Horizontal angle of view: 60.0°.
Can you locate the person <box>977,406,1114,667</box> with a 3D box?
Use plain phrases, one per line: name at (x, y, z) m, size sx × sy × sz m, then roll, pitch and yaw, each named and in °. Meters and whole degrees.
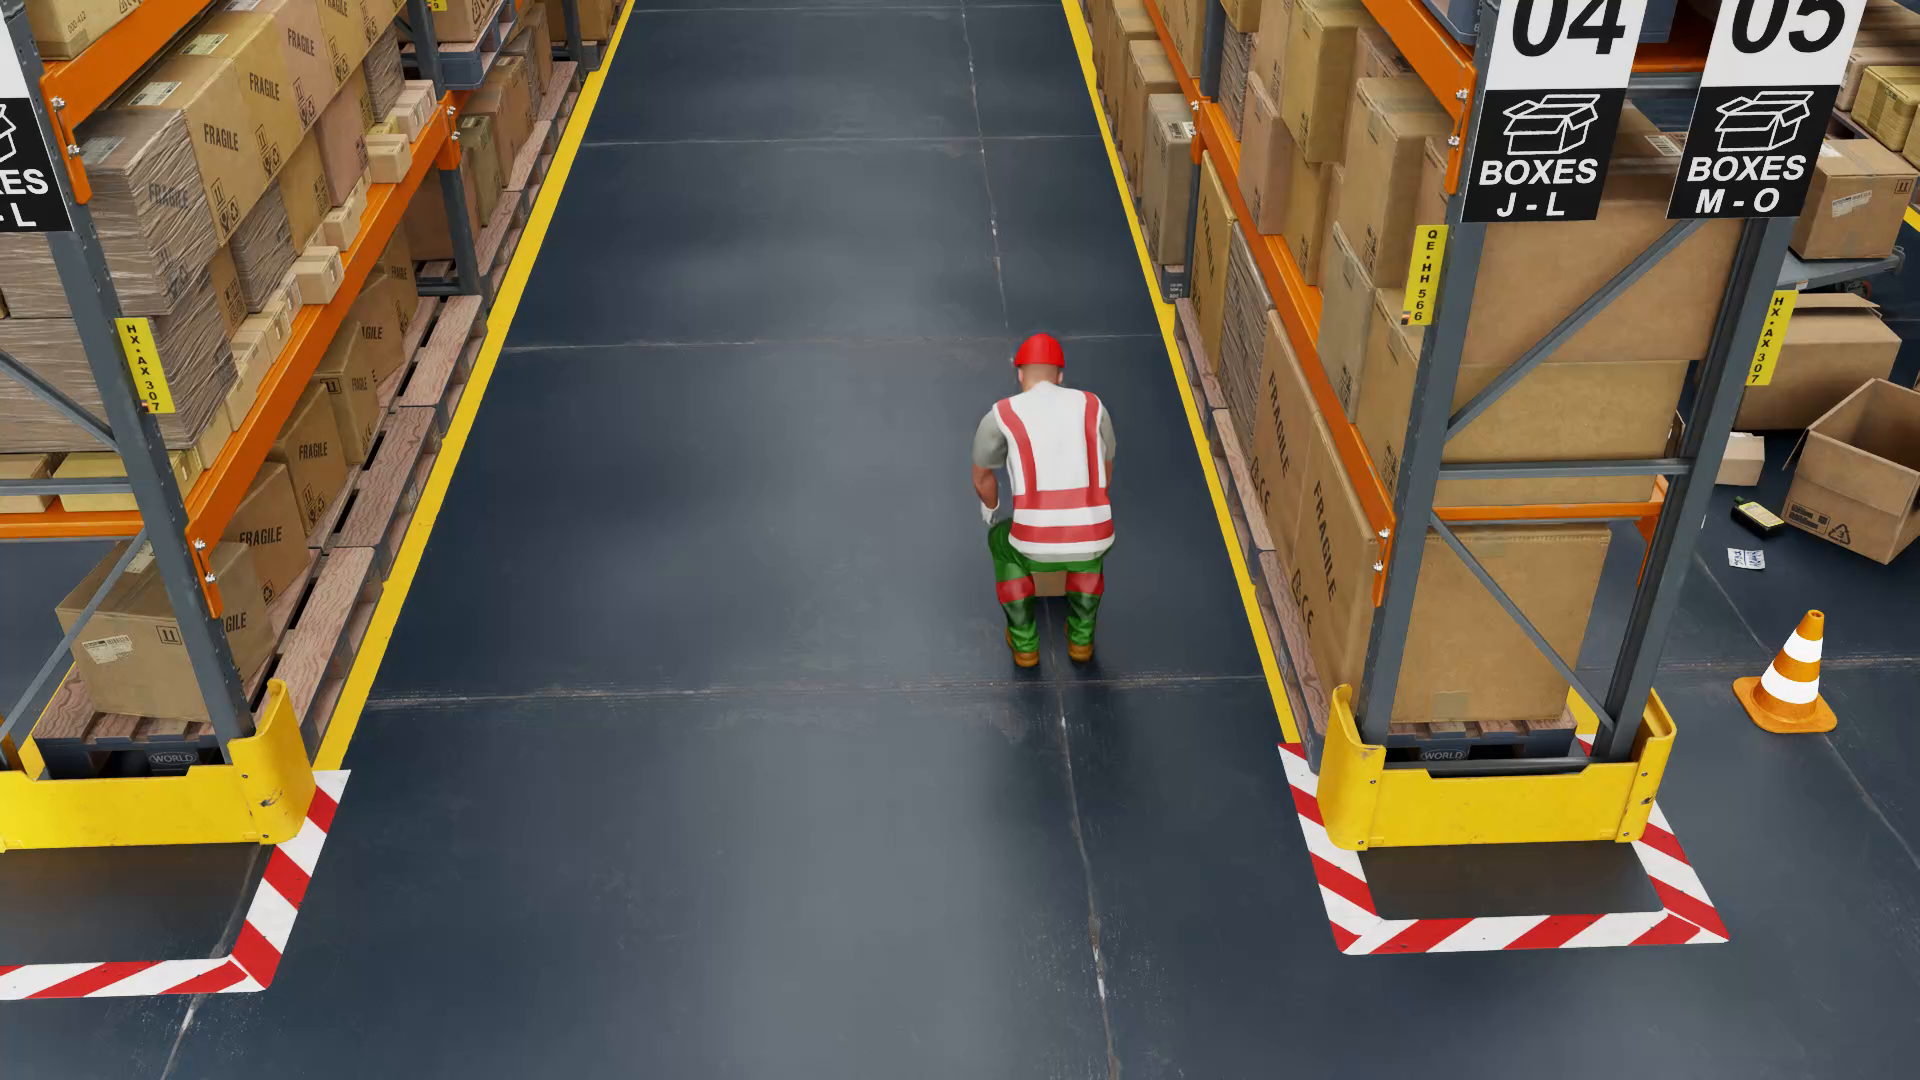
person at (0.356, 0.010, 6.896) m, size 0.563 × 0.894 × 0.887 m, roll -1°, pitch 35°, yaw -2°
